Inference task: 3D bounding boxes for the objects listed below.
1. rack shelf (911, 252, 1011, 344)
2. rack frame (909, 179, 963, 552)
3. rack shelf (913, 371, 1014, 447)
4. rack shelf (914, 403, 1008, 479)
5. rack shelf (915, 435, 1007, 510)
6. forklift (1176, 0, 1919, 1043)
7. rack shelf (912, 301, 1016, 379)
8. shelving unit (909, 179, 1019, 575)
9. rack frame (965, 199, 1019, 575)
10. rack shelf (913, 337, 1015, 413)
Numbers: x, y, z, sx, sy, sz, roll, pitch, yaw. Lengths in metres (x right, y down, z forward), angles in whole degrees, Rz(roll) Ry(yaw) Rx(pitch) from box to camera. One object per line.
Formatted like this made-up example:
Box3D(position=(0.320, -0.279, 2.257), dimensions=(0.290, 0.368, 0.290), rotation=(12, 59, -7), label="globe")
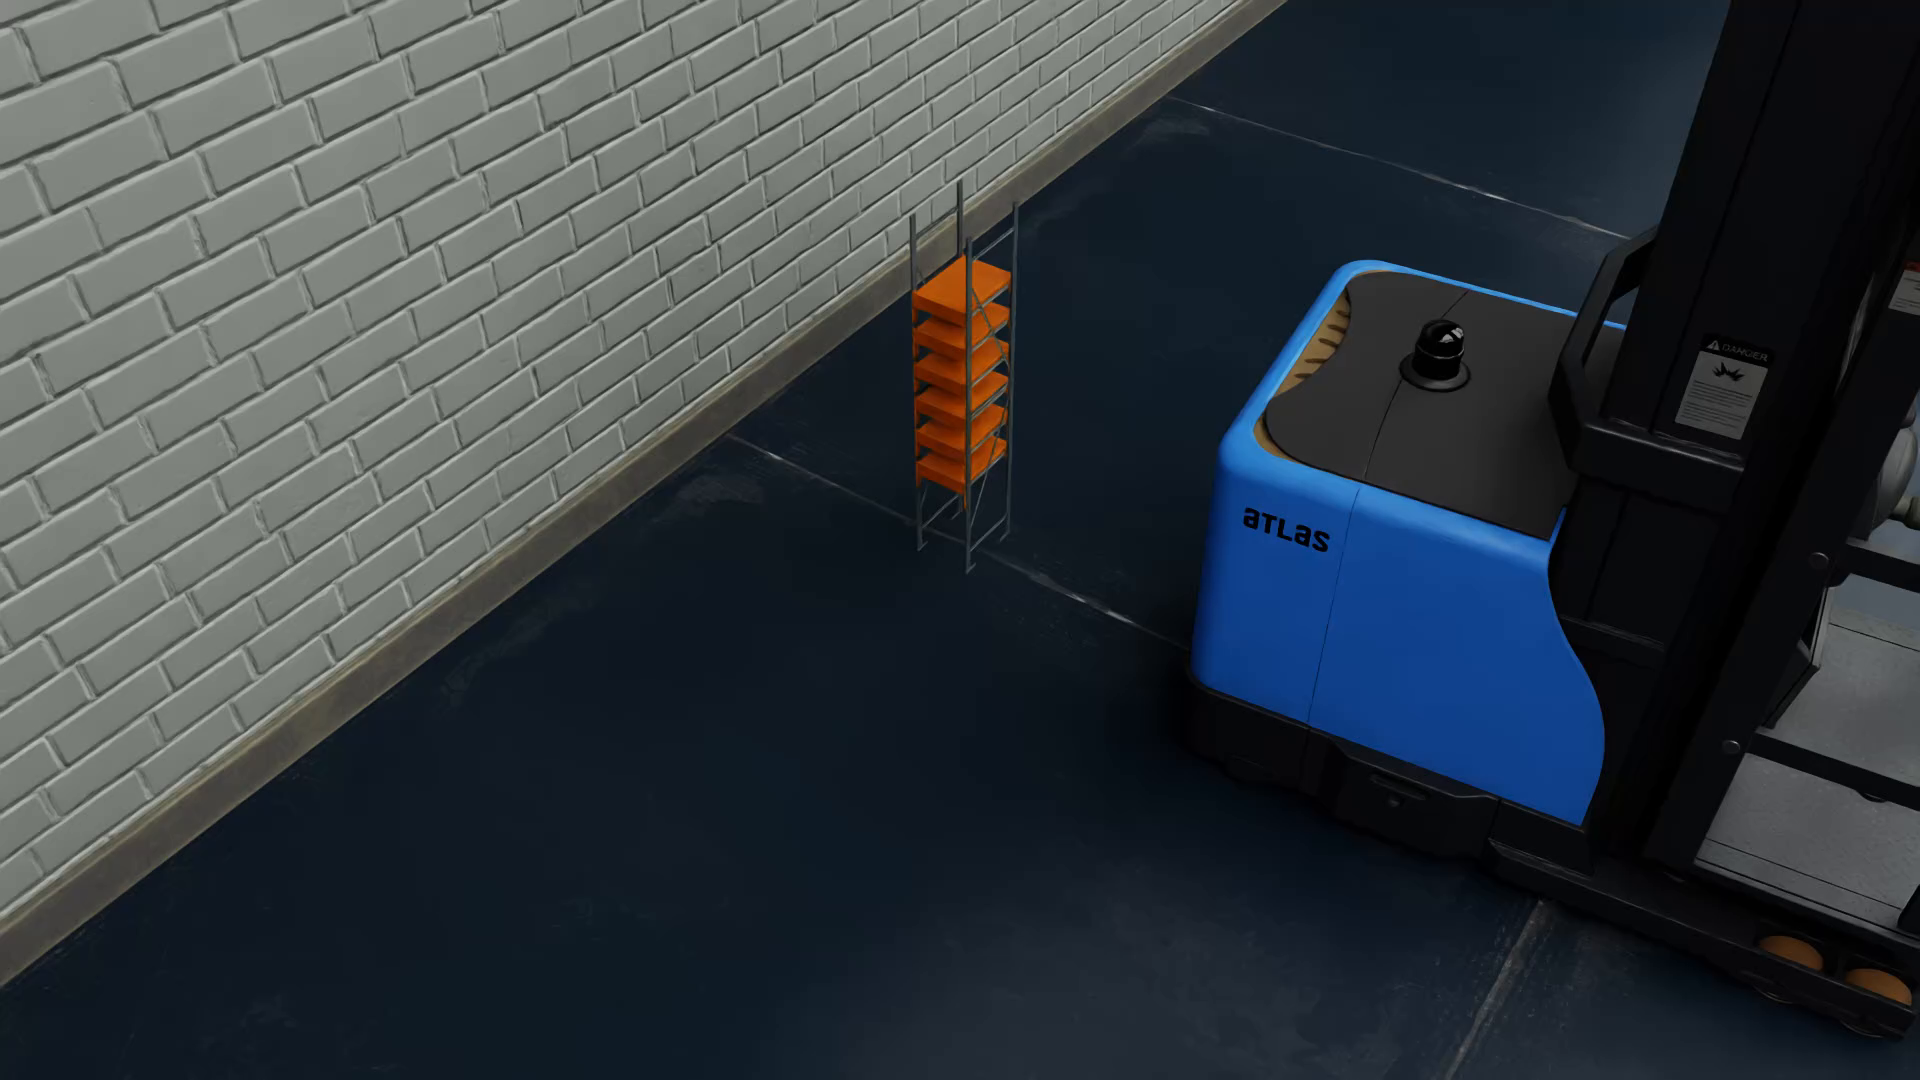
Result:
Box3D(position=(0.012, -0.677, 4.633), dimensions=(0.180, 0.103, 0.258), rotation=(25, 48, 25), label="rack shelf")
Box3D(position=(-0.063, -0.477, 4.883), dimensions=(0.006, 1.200, 0.240), rotation=(25, 48, 25), label="rack frame")
Box3D(position=(0.012, -0.408, 4.873), dimensions=(0.180, 0.103, 0.258), rotation=(25, 48, 25), label="rack shelf")
Box3D(position=(0.012, -0.319, 4.953), dimensions=(0.180, 0.103, 0.258), rotation=(25, 48, 25), label="rack shelf")
Box3D(position=(0.012, -0.230, 5.033), dimensions=(0.180, 0.103, 0.258), rotation=(25, 48, 25), label="rack shelf")
Box3D(position=(2.138, -0.326, 3.416), dimensions=(3.031, 2.935, 1.130), rotation=(20, 45, 21), label="forklift")
Box3D(position=(0.012, -0.587, 4.713), dimensions=(0.180, 0.103, 0.258), rotation=(25, 48, 25), label="rack shelf")
Box3D(position=(0.012, -0.442, 4.844), dimensions=(0.189, 1.200, 0.258), rotation=(25, 48, 25), label="shelving unit")
Box3D(position=(0.087, -0.407, 4.805), dimensions=(0.006, 1.200, 0.240), rotation=(25, 48, 25), label="rack frame")
Box3D(position=(0.012, -0.498, 4.793), dimensions=(0.180, 0.103, 0.258), rotation=(25, 48, 25), label="rack shelf")
